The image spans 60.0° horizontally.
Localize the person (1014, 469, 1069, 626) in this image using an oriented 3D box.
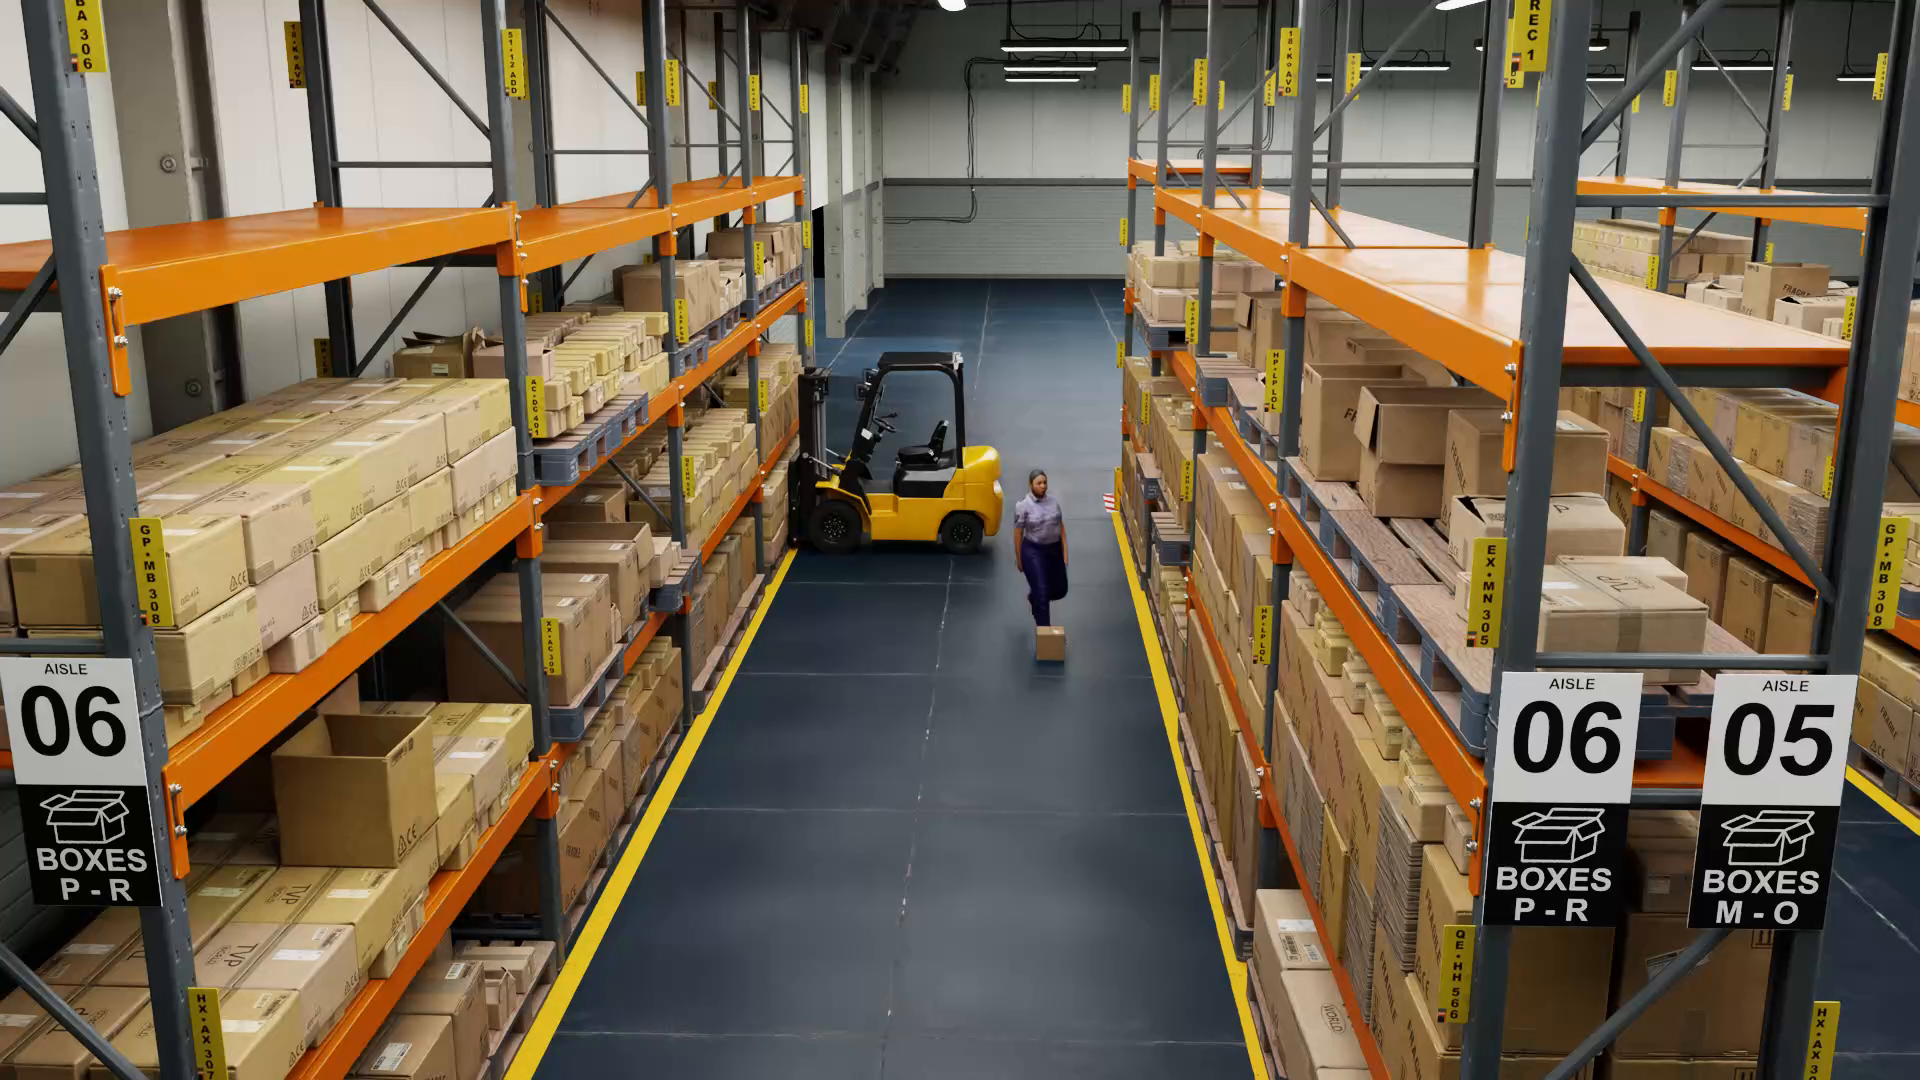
[{"bbox_3d":[0.749,0.144,15.507,0.509,1.606,0.774,-8,16,-30],"label":"person"}]
